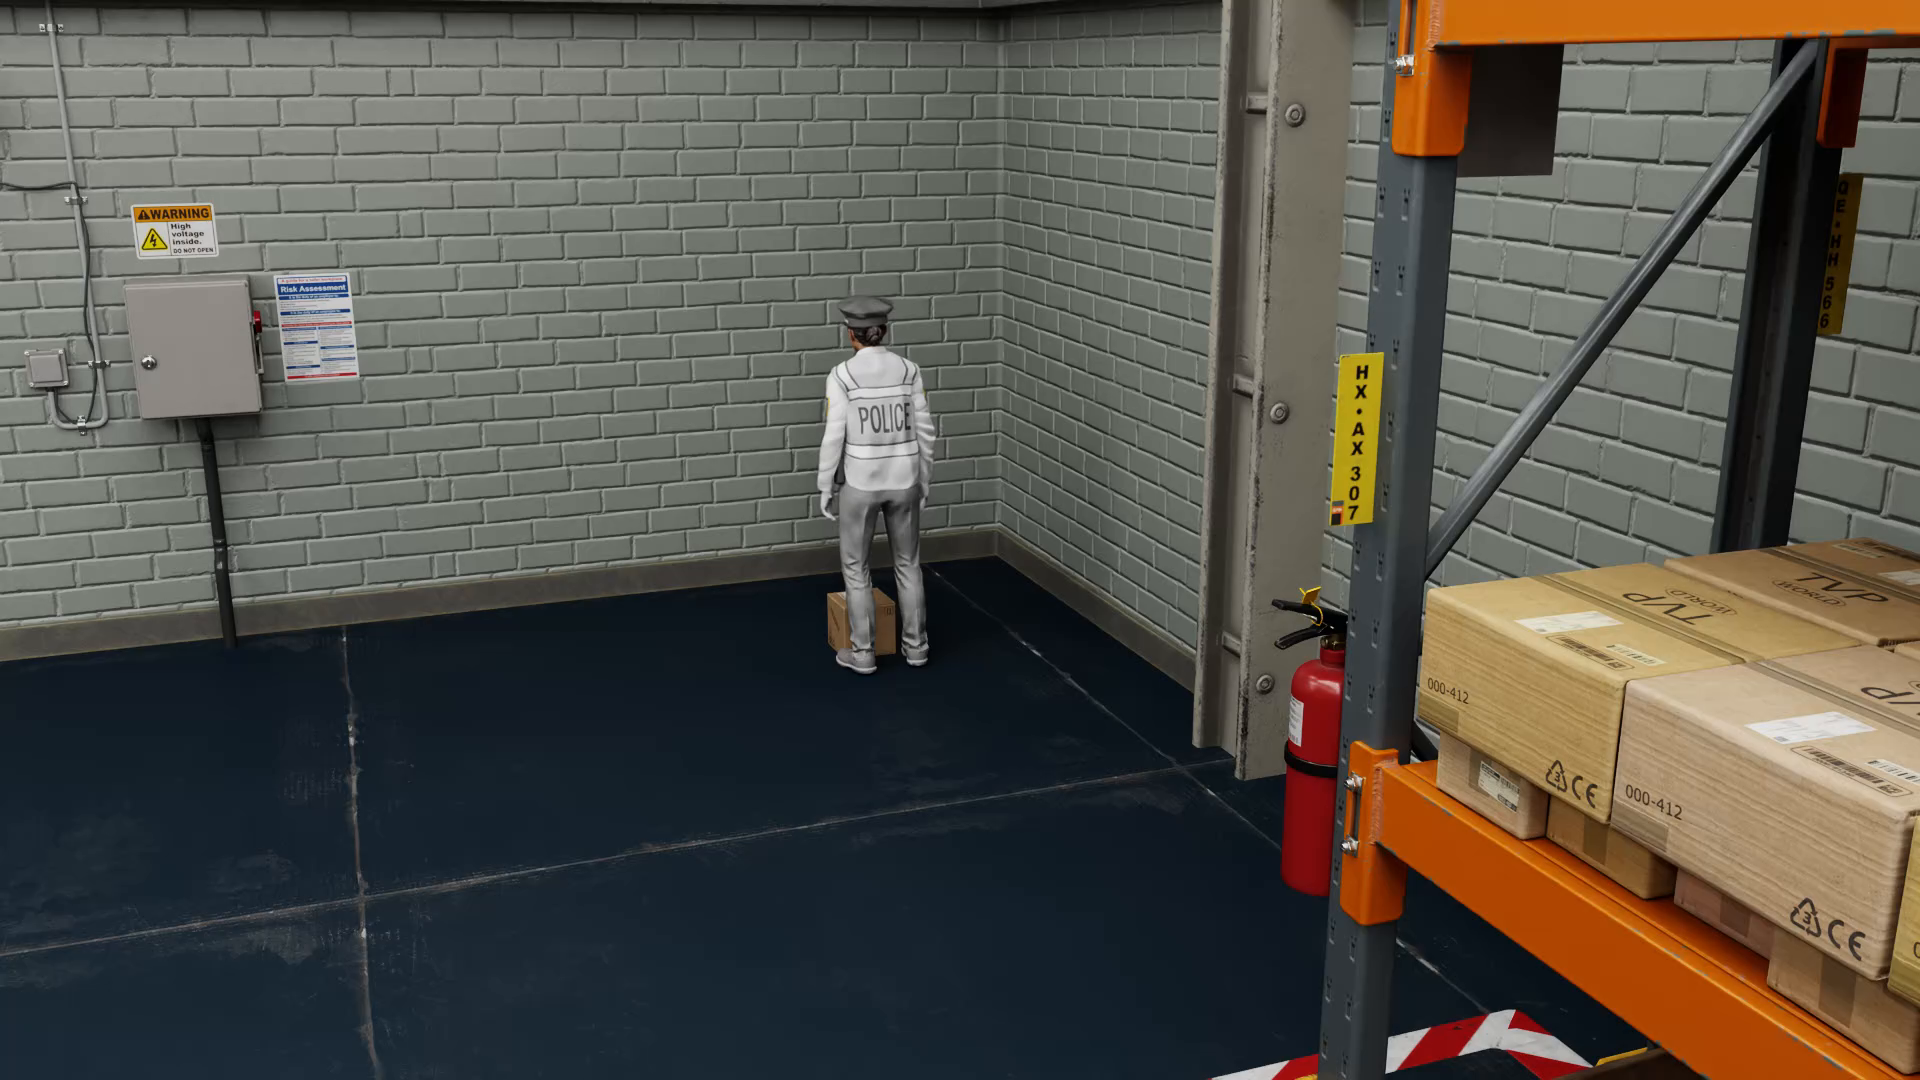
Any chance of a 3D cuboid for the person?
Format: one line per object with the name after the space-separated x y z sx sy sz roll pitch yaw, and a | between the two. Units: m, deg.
-0.370 -0.232 7.346 0.535 1.663 0.379 -6 17 -21 | person
